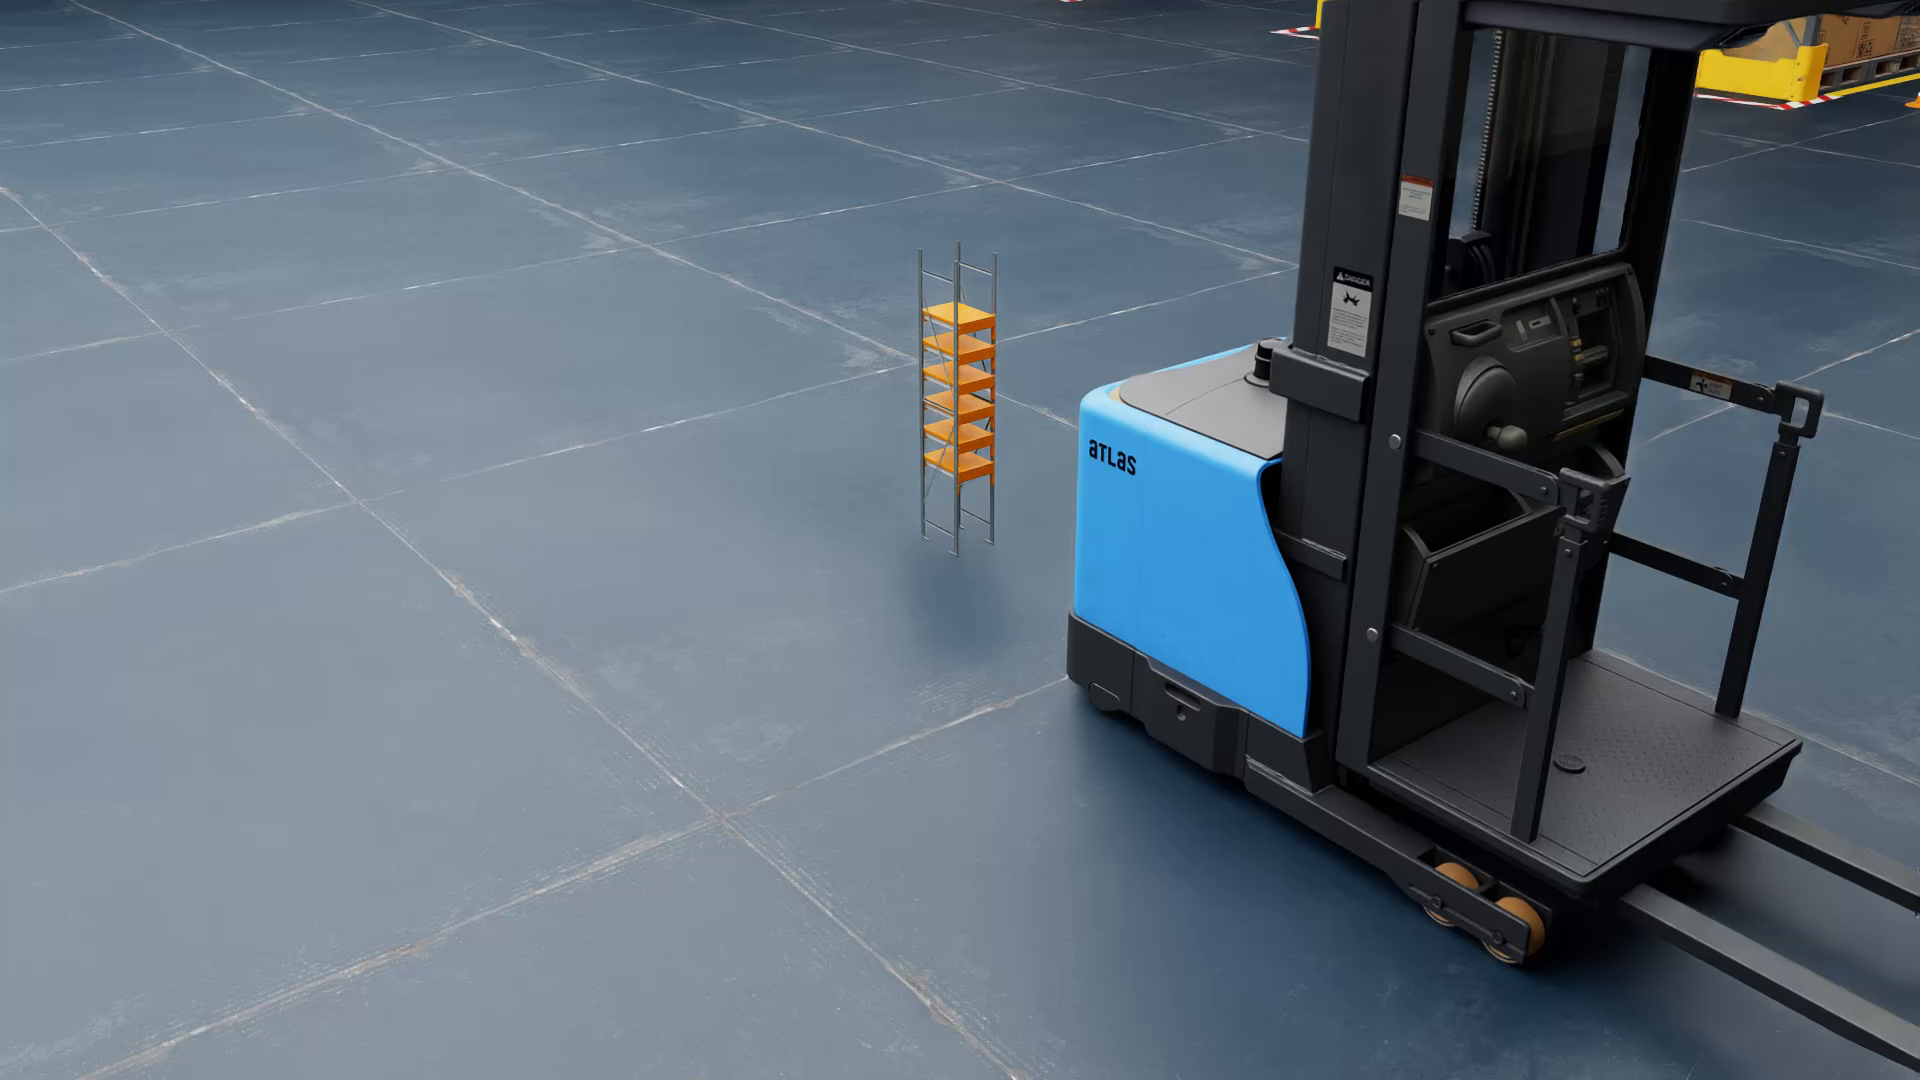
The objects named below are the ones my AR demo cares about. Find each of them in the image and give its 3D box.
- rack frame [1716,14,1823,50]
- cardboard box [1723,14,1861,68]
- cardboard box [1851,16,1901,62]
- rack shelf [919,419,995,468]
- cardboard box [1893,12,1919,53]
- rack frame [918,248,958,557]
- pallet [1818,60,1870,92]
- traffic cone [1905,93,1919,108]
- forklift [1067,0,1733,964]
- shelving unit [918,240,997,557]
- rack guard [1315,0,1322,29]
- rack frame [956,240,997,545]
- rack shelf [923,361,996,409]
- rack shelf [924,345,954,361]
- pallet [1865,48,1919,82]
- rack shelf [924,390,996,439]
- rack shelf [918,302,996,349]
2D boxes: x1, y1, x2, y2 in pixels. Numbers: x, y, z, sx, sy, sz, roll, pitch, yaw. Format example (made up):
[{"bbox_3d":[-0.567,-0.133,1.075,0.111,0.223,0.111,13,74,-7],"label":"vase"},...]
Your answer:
[{"bbox_3d":[7.681,-5.709,15.488,0.127,3.000,1.000,-18,31,-34],"label":"rack frame"},{"bbox_3d":[8.174,-5.134,16.274,0.875,0.875,0.875,-18,30,-34],"label":"cardboard box"},{"bbox_3d":[8.865,-5.363,16.768,0.875,0.875,0.875,-19,31,-35],"label":"cardboard box"},{"bbox_3d":[-0.011,-0.391,6.559,0.180,0.103,0.258,-18,31,-34],"label":"rack shelf"},{"bbox_3d":[9.583,-5.599,17.277,0.875,0.875,0.875,-18,30,-34],"label":"cardboard box"},{"bbox_3d":[-0.083,-0.517,6.438,0.006,1.200,0.240,-18,31,-34],"label":"rack frame"},{"bbox_3d":[8.262,-4.678,16.579,1.213,0.211,1.003,-18,31,-34],"label":"pallet"},{"bbox_3d":[8.975,-4.226,15.306,0.334,0.463,0.336,-18,31,-34],"label":"traffic cone"},{"bbox_3d":[1.665,-0.459,4.257,1.130,2.935,3.031,-18,31,-34],"label":"forklift"},{"bbox_3d":[-0.011,-0.540,6.489,0.189,1.200,0.258,-18,31,-34],"label":"shelving unit"},{"bbox_3d":[4.759,-6.264,19.654,0.348,0.500,1.175,-18,31,-34],"label":"rack guard"},{"bbox_3d":[0.061,-0.564,6.541,0.006,1.200,0.240,-18,31,-34],"label":"rack frame"},{"bbox_3d":[-0.011,-0.609,6.457,0.180,0.103,0.258,-18,31,-34],"label":"rack shelf"},{"bbox_3d":[-0.011,-0.736,6.399,0.166,0.020,0.199,-18,31,-34],"label":"rack shelf"},{"bbox_3d":[9.221,-4.993,17.258,1.213,0.211,1.003,-18,31,-34],"label":"pallet"},{"bbox_3d":[-0.011,-0.500,6.508,0.180,0.103,0.258,-18,31,-34],"label":"rack shelf"},{"bbox_3d":[-0.011,-0.827,6.356,0.180,0.103,0.258,-18,31,-34],"label":"rack shelf"}]
